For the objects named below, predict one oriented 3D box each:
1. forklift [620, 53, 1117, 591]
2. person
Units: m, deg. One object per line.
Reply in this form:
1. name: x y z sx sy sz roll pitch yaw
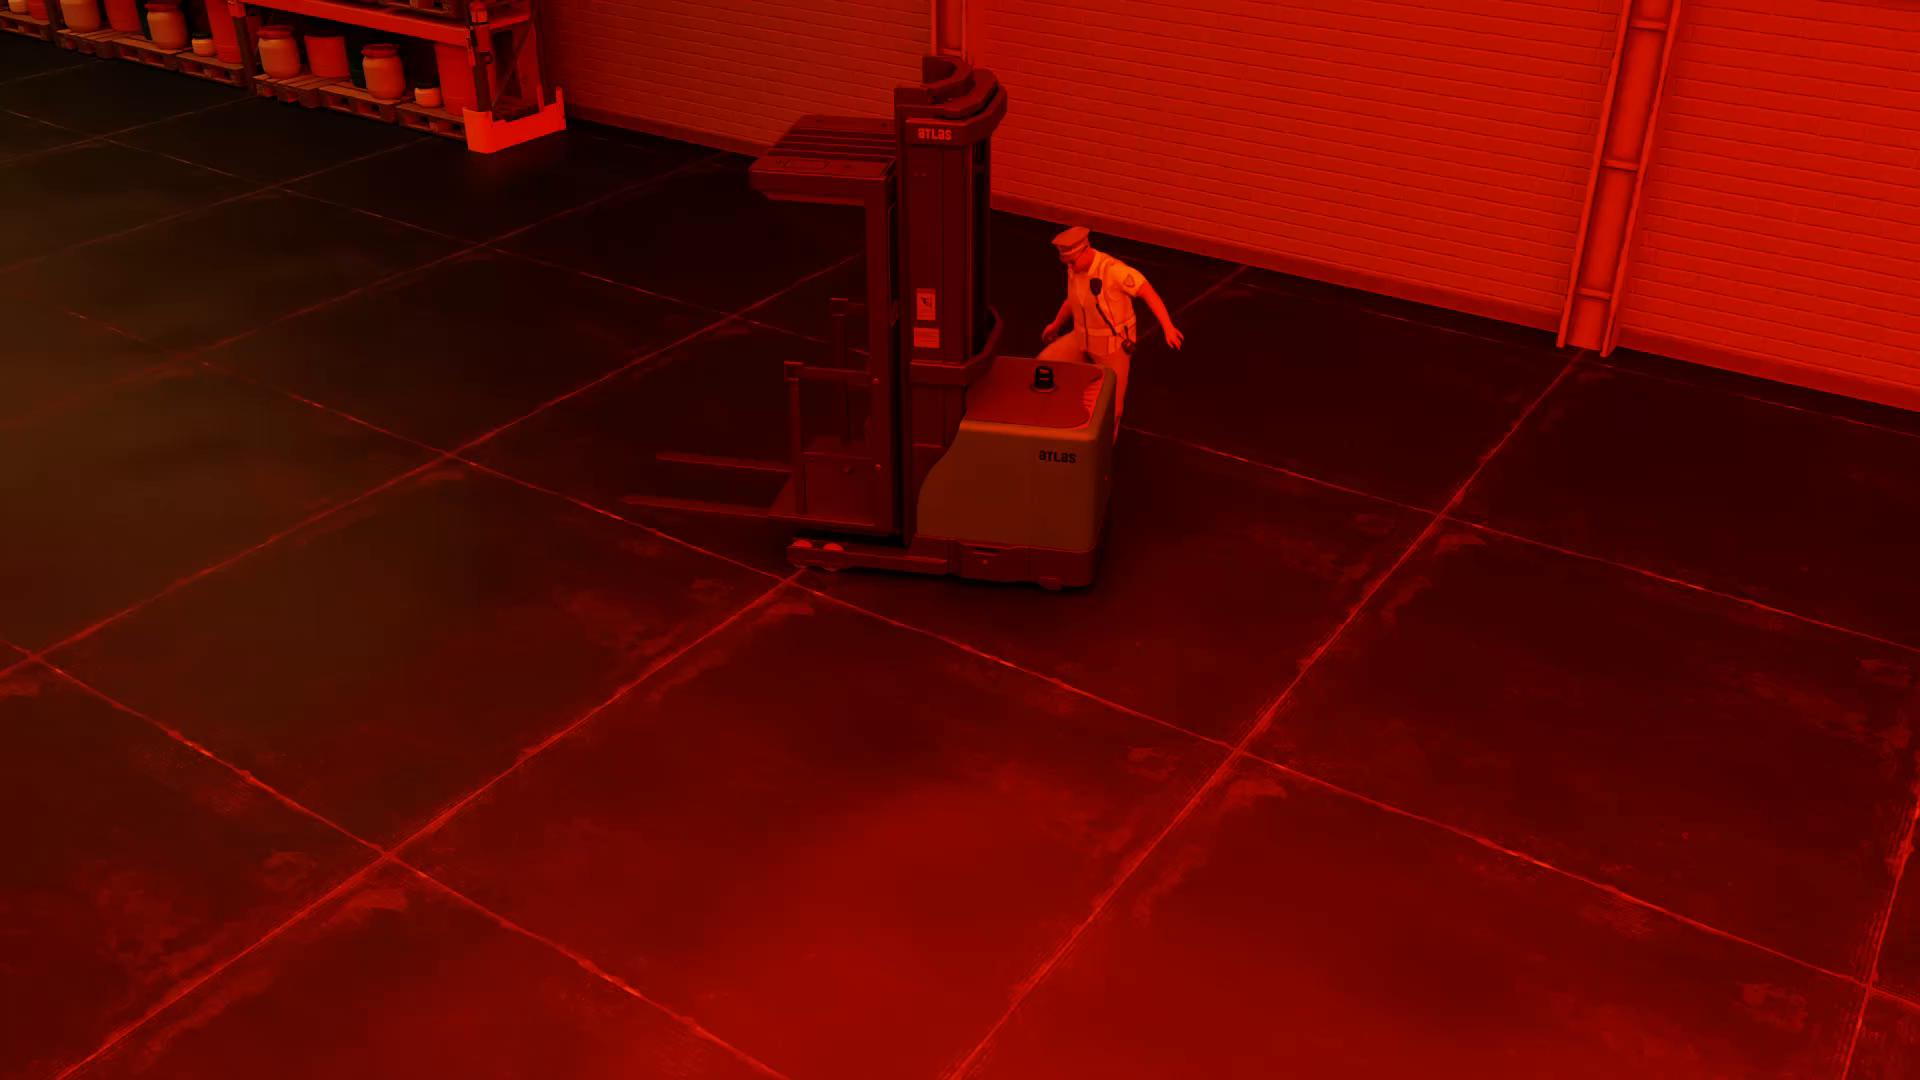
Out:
1. forklift: -0.596 -1.330 9.871 3.031 2.935 1.130 6 31 10
2. person: 0.987 -1.282 11.172 1.187 1.683 0.590 23 37 34
